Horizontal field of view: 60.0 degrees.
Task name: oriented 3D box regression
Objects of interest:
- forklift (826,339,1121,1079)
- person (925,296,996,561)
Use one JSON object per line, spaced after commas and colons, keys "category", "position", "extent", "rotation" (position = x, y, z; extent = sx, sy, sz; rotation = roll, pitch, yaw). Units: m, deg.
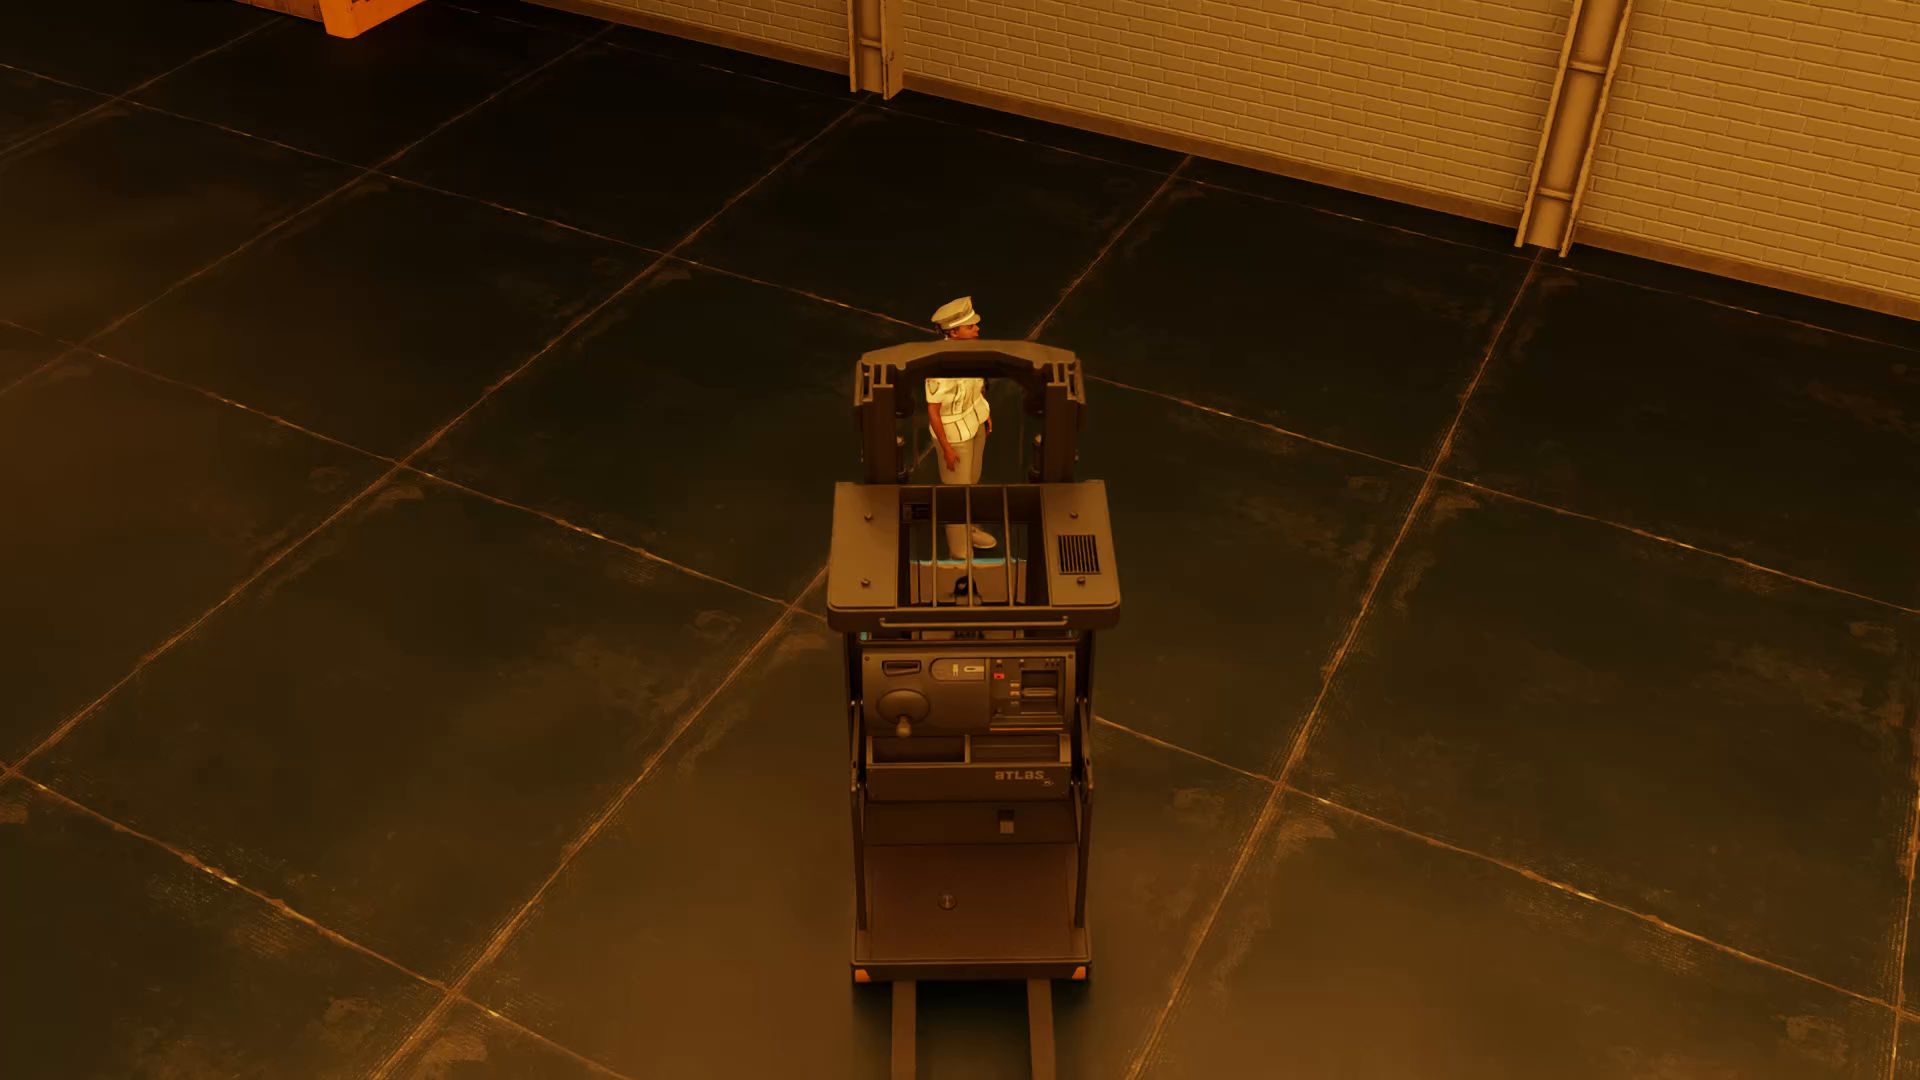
{"category": "forklift", "position": [0.045, 0.743, 7.105], "extent": [1.130, 2.935, 3.031], "rotation": [-1, 40, -1]}
{"category": "person", "position": [0.057, -0.620, 9.672], "extent": [0.530, 1.695, 0.570], "rotation": [18, 43, 21]}
